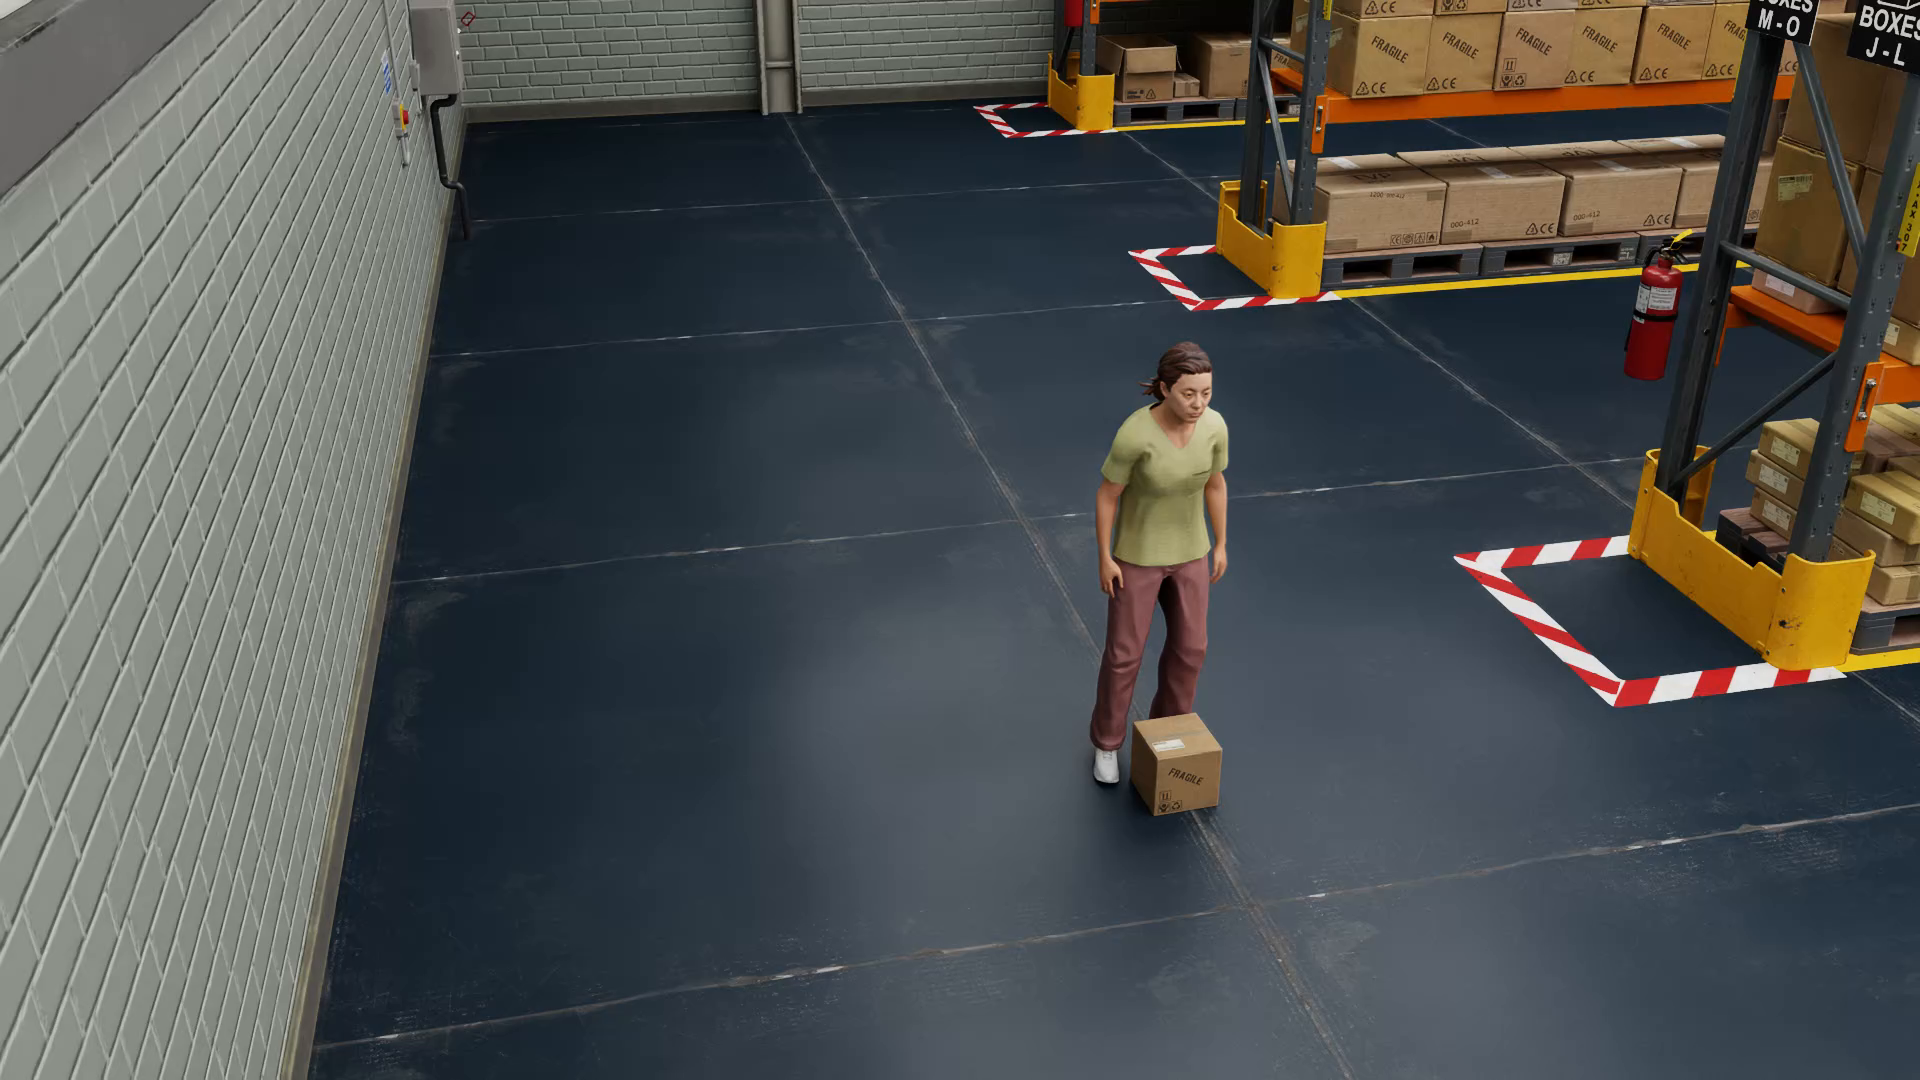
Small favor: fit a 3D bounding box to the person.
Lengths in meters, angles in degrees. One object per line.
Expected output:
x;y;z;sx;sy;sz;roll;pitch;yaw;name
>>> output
0.726;0.076;5.969;0.521;1.672;0.354;-7;28;-14;person
